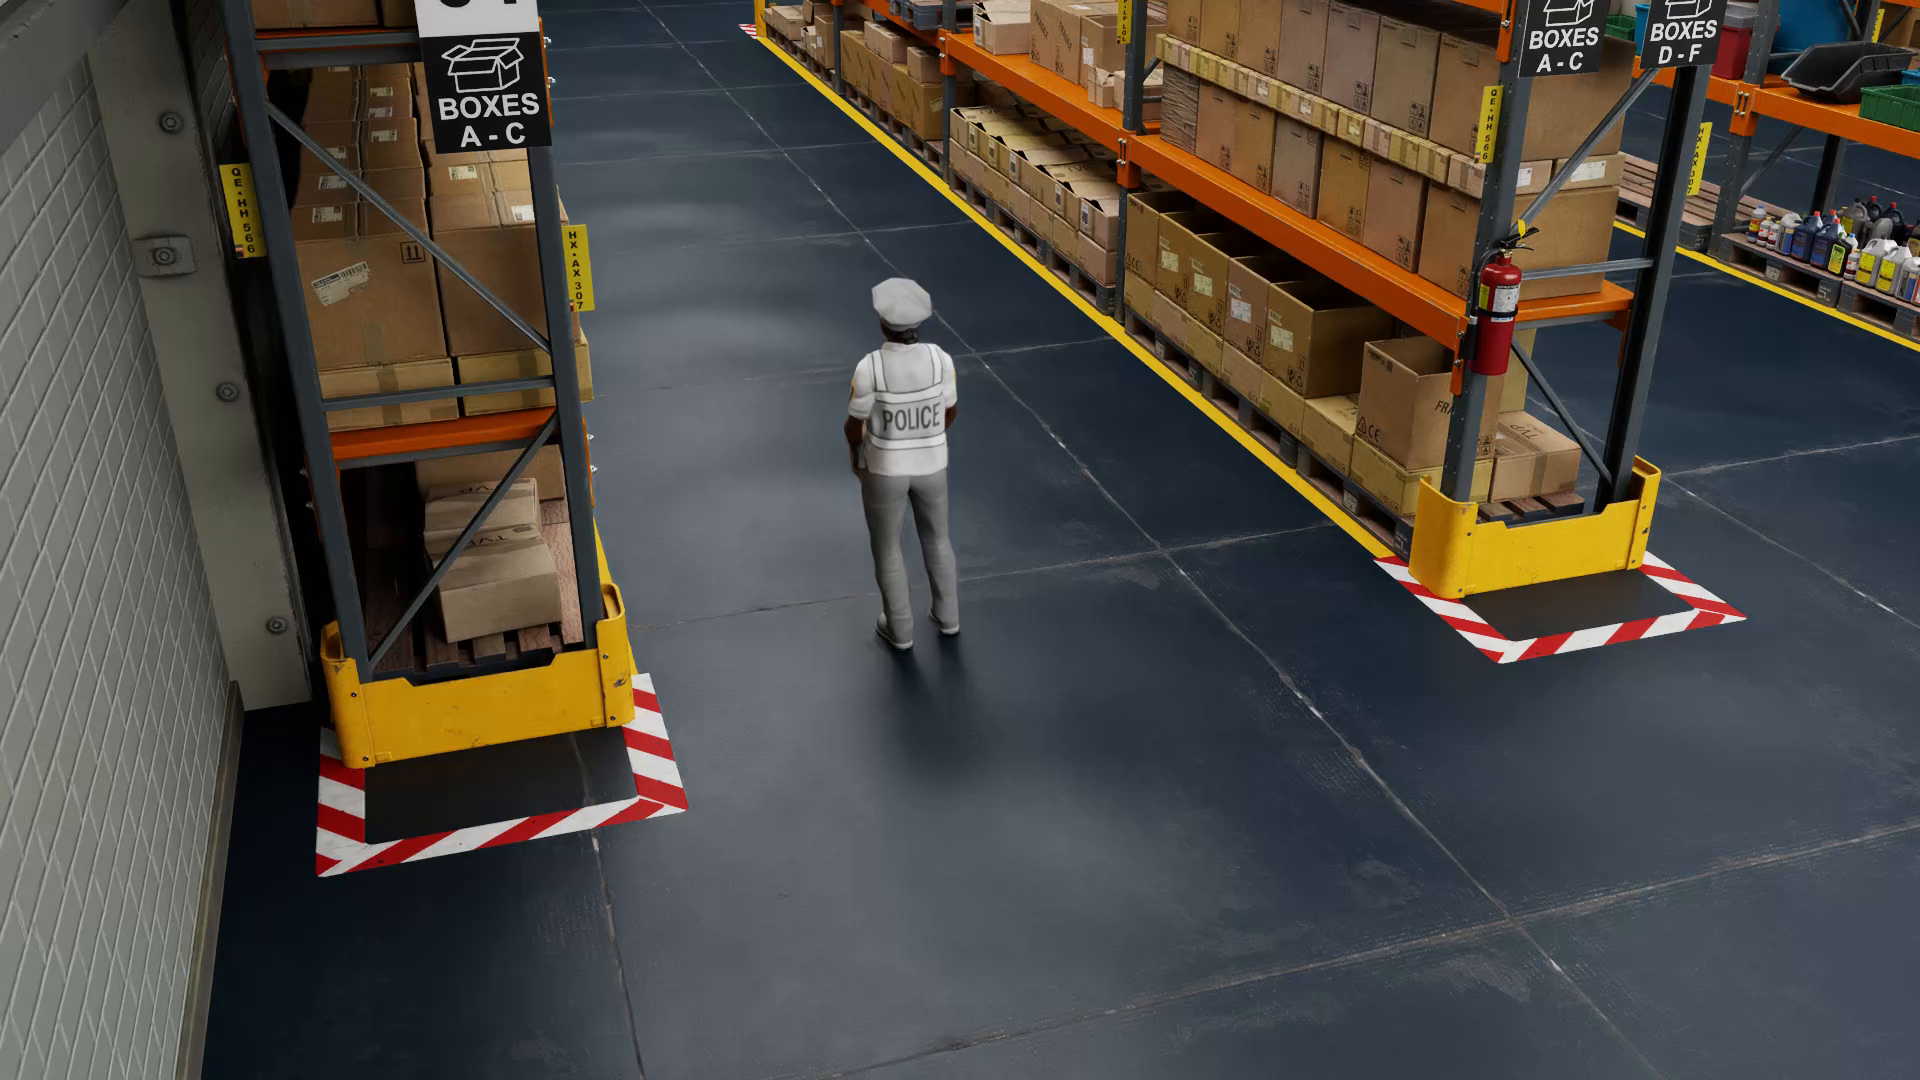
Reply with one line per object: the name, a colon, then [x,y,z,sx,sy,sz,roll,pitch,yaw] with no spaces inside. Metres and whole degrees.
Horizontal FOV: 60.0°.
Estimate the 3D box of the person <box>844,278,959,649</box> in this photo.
person: [-0.246,-0.332,7.247,0.535,1.698,0.435,-8,28,-16]
